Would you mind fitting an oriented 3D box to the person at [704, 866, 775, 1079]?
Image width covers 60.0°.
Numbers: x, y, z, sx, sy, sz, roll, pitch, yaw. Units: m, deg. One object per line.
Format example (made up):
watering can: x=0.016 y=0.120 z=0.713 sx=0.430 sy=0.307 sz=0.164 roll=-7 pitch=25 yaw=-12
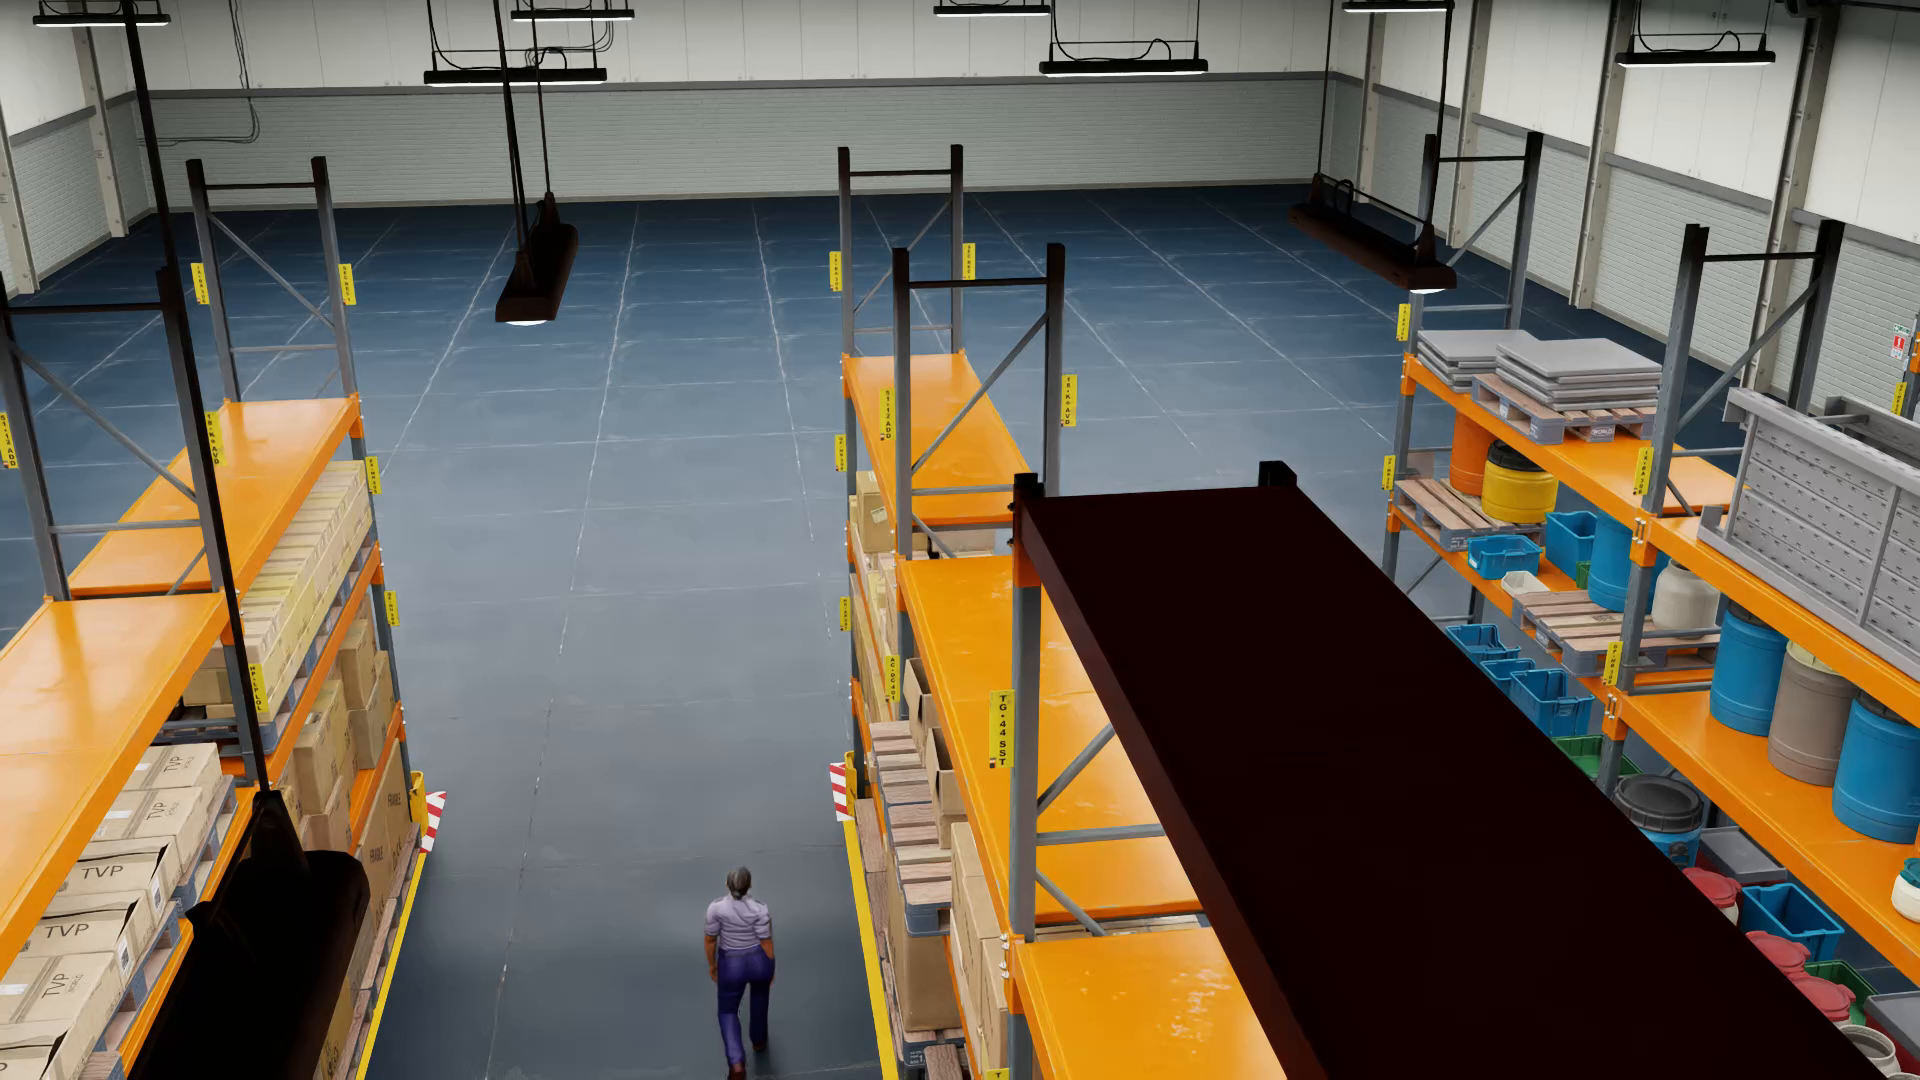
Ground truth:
person: x=-1.543 y=3.041 z=11.747 sx=0.486 sy=1.600 sz=0.837 roll=-4 pitch=22 yaw=-10
